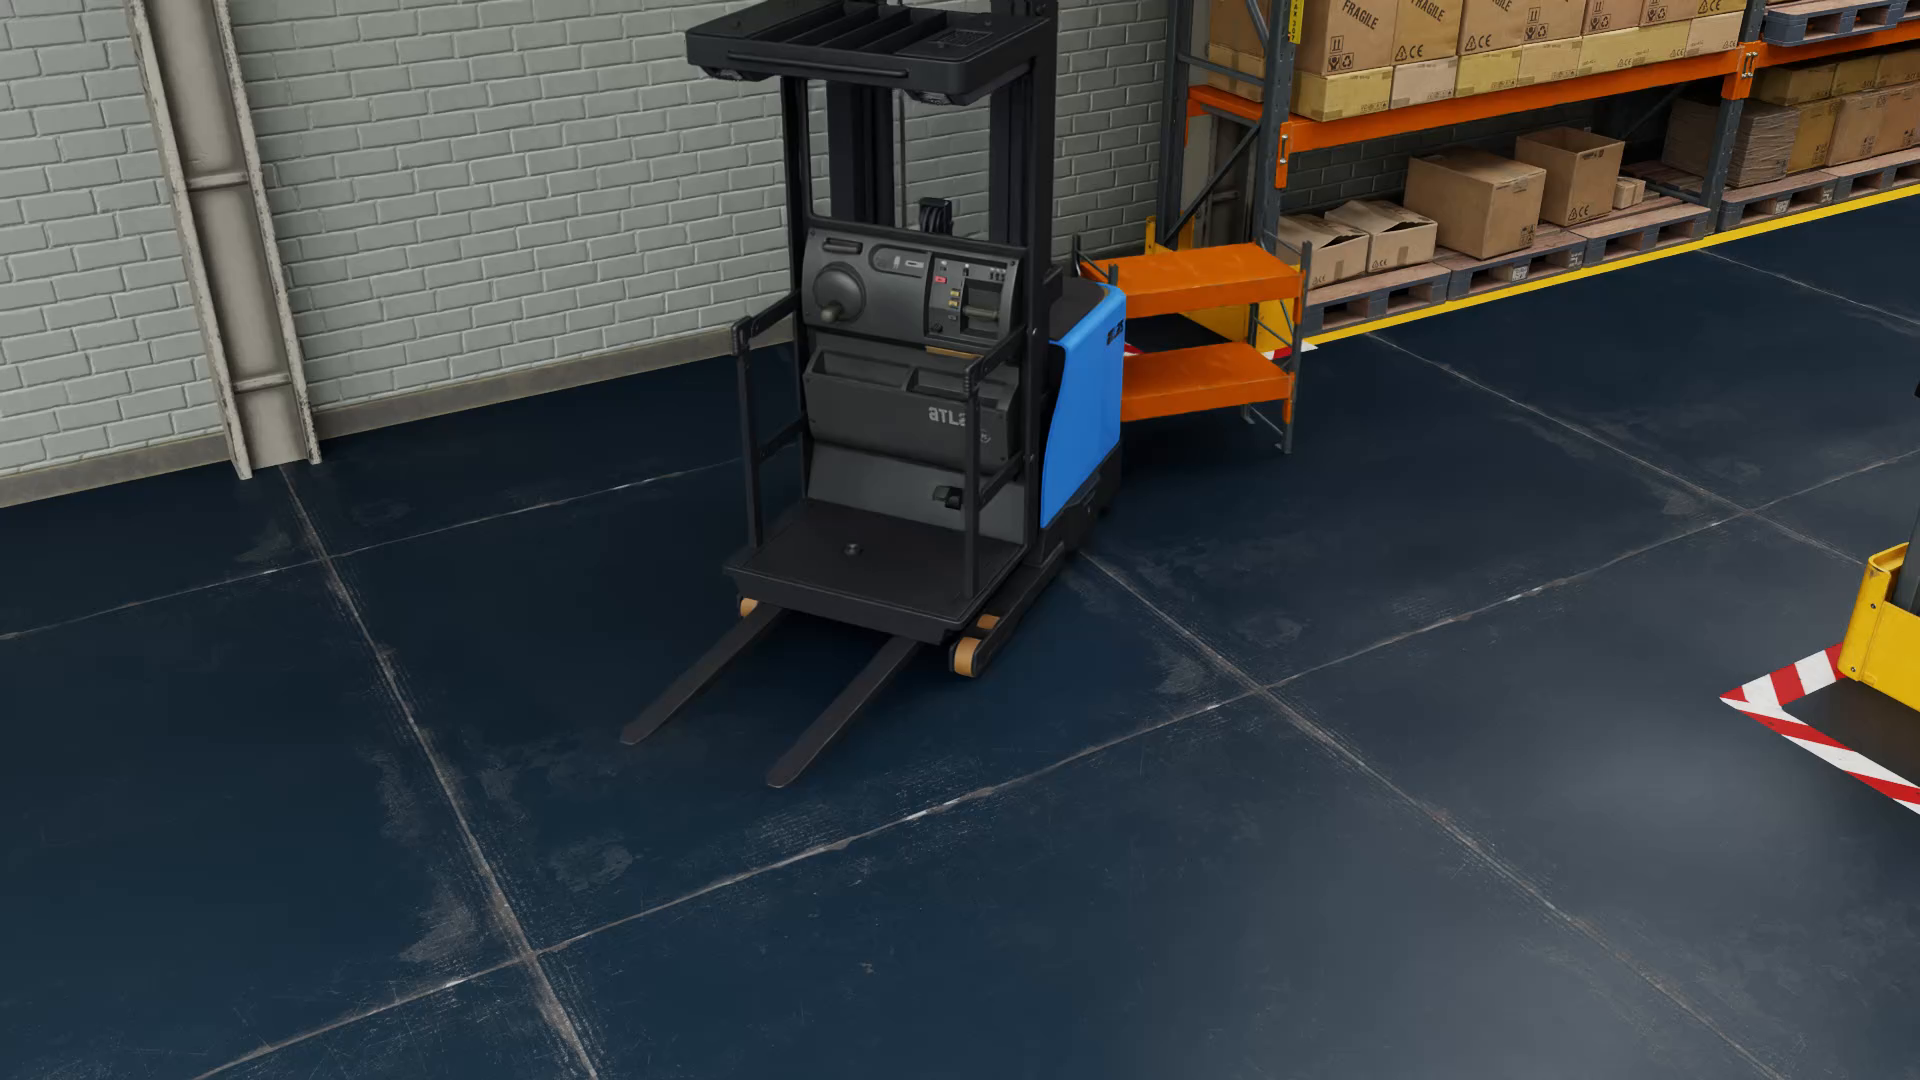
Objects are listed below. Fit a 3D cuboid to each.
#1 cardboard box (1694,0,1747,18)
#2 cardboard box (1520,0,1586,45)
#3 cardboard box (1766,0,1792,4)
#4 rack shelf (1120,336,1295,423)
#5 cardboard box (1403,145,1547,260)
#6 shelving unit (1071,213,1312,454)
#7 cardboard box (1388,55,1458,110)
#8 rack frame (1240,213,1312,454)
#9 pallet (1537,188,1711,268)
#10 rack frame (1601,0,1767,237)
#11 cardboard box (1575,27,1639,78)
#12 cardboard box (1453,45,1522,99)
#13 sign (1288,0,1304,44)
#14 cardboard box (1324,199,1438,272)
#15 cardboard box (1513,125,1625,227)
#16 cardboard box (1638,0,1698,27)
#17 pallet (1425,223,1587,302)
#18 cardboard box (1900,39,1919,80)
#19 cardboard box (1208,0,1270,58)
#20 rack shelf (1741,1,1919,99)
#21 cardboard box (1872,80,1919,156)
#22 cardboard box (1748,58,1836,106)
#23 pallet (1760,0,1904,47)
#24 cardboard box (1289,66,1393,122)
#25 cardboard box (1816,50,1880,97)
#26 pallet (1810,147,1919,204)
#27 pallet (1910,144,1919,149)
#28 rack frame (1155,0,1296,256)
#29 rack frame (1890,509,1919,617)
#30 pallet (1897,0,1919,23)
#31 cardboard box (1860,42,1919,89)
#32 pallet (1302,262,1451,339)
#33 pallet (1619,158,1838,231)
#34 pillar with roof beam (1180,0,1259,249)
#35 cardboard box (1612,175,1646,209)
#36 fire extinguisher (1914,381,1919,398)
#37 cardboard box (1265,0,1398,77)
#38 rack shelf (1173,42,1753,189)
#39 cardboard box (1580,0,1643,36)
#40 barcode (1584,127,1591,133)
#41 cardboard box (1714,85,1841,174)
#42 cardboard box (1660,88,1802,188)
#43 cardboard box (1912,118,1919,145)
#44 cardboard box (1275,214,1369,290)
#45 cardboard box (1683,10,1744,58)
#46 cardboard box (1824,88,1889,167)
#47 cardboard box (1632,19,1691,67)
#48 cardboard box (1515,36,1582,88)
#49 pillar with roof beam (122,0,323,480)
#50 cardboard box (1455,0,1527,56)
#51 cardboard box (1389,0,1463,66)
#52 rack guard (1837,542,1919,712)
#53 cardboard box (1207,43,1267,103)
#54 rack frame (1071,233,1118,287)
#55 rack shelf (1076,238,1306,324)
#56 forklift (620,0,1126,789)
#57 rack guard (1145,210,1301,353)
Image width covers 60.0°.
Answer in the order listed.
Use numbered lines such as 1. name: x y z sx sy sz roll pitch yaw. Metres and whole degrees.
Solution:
1. cardboard box: 4.712 -3.668 10.651 0.500 0.500 0.500 -16 33 -26
2. cardboard box: 3.397 -3.297 9.979 0.500 0.500 0.500 -15 32 -25
3. cardboard box: 5.419 -3.988 11.313 0.500 0.500 0.700 -16 33 -26
4. rack shelf: 1.124 -0.758 8.465 1.000 0.278 0.538 -9 30 -16
5. cardboard box: 3.306 -2.191 10.747 0.500 0.500 0.700 -18 34 -29
6. shelving unit: 1.124 -0.972 8.346 1.048 1.125 0.538 -9 30 -16
7. cardboard box: 2.536 -2.725 9.719 0.500 0.250 0.500 -17 33 -28
8. rack frame: 1.605 -1.050 8.489 0.032 1.125 0.500 -9 30 -16
9. pallet: 4.402 -2.241 11.593 1.213 0.211 1.003 -16 33 -26
10. rack frame: 4.963 -3.641 11.244 0.127 3.000 1.000 -16 33 -26
11. cardboard box: 3.848 -3.094 10.387 0.500 0.250 0.500 -16 33 -27
12. cardboard box: 2.978 -2.848 9.940 0.500 0.250 0.500 -16 33 -27
13. sign: 1.789 -2.815 8.851 0.005 0.325 0.100 -16 33 -26
14. cardboard box: 2.648 -1.949 10.505 0.500 0.311 0.500 -13 31 -22
15. cardboard box: 4.088 -2.469 11.251 0.500 0.500 0.500 -19 34 -30
16. cardboard box: 4.285 -3.544 10.425 0.500 0.500 0.500 -16 33 -27
17. pallet: 3.349 -1.941 11.048 1.213 0.211 1.003 -16 33 -26
18. cardboard box: 7.294 -3.736 12.770 0.500 0.250 0.500 -15 32 -25
19. cardboard box: 1.813 -3.138 9.689 0.500 0.500 0.500 -16 33 -27
20. rack shelf: 6.687 -3.816 12.305 4.000 0.370 1.077 -16 33 -26
21. cardboard box: 6.900 -3.310 12.774 0.500 0.500 0.700 -16 33 -27
22. cardboard box: 5.967 -3.364 12.097 0.500 0.250 0.500 -17 33 -27
23. pallet: 5.696 -3.684 11.519 1.213 0.211 1.003 -16 33 -26
24. cardboard box: 2.096 -2.592 9.478 0.500 0.250 0.500 -17 33 -28
25. cardboard box: 6.414 -3.493 12.331 0.500 0.250 0.500 -17 33 -28
26. pallet: 6.686 -2.912 12.809 1.213 0.211 1.003 -16 33 -26
27. pallet: 7.737 -3.209 13.346 1.213 0.211 1.003 -16 33 -26
28. rack frame: 1.514 -2.662 9.469 0.127 3.000 1.000 -16 33 -26
29. rack frame: 4.027 -0.599 5.732 0.127 3.000 1.000 -16 33 -26
30. pallet: 6.726 -4.035 12.155 1.213 0.211 1.003 -16 33 -26
31. cardboard box: 6.853 -3.608 12.538 0.500 0.250 0.500 -16 33 -27
32. pallet: 2.298 -1.644 10.511 1.213 0.211 1.003 -16 33 -26
33. pallet: 5.633 -2.612 12.264 1.213 0.211 1.003 -16 33 -26
34. pillar with roof beam: 3.860 -4.027 5.734 0.400 9.000 9.100 -16 33 -26
35. cardboard box: 4.517 -2.450 11.562 0.250 0.166 0.380 -21 35 -33
36. fire extinguisher: 3.690 -0.730 6.049 0.183 0.674 0.296 -16 33 -26
37. cardboard box: 2.078 -2.925 9.305 0.500 0.500 0.500 -16 33 -26
38. rack shelf: 3.239 -2.837 10.530 4.000 0.370 1.077 -16 33 -26
39. cardboard box: 3.845 -3.425 10.210 0.500 0.500 0.500 -17 33 -28
40. barcode: 4.376 -2.847 11.606 0.075 0.075 0.001 -16 33 -26
41. cardboard box: 6.009 -3.074 12.347 0.500 0.500 0.700 -17 33 -27
42. cardboard box: 5.589 -2.927 12.080 0.500 0.500 0.700 -15 32 -25
43. cardboard box: 7.314 -3.443 13.016 0.500 0.500 0.700 -16 33 -26
44. cardboard box: 2.156 -1.809 10.252 0.500 0.311 0.500 -20 35 -32
45. cardboard box: 4.708 -3.342 10.836 0.500 0.250 0.500 -16 33 -26
46. cardboard box: 6.470 -3.182 12.543 0.500 0.500 0.700 -15 32 -26
47. cardboard box: 4.274 -3.224 10.621 0.500 0.250 0.500 -16 33 -26
48. cardboard box: 3.415 -2.971 10.163 0.500 0.250 0.500 -16 32 -26
49. pillar with roof beam: -1.313 -2.558 3.072 0.400 9.000 9.100 -16 33 -26
50. cardboard box: 2.958 -3.166 9.741 0.500 0.500 0.500 -17 33 -28
51. cardboard box: 2.509 -3.042 9.516 0.500 0.500 0.500 -16 33 -26
52. rack guard: 4.006 0.501 6.325 0.348 0.500 1.175 -16 33 -26
53. cardboard box: 1.819 -2.800 9.855 0.500 0.250 0.500 -15 32 -26
54. rack frame: 0.642 -0.893 8.204 0.032 1.125 0.500 -9 30 -16
55. rack shelf: 1.124 -1.228 8.205 1.000 0.278 0.538 -9 30 -16
56. forklift: -0.293 -0.964 6.463 1.130 2.935 3.031 12 31 21
57. rack guard: 1.580 -1.586 10.107 0.348 0.500 1.175 -16 33 -26
